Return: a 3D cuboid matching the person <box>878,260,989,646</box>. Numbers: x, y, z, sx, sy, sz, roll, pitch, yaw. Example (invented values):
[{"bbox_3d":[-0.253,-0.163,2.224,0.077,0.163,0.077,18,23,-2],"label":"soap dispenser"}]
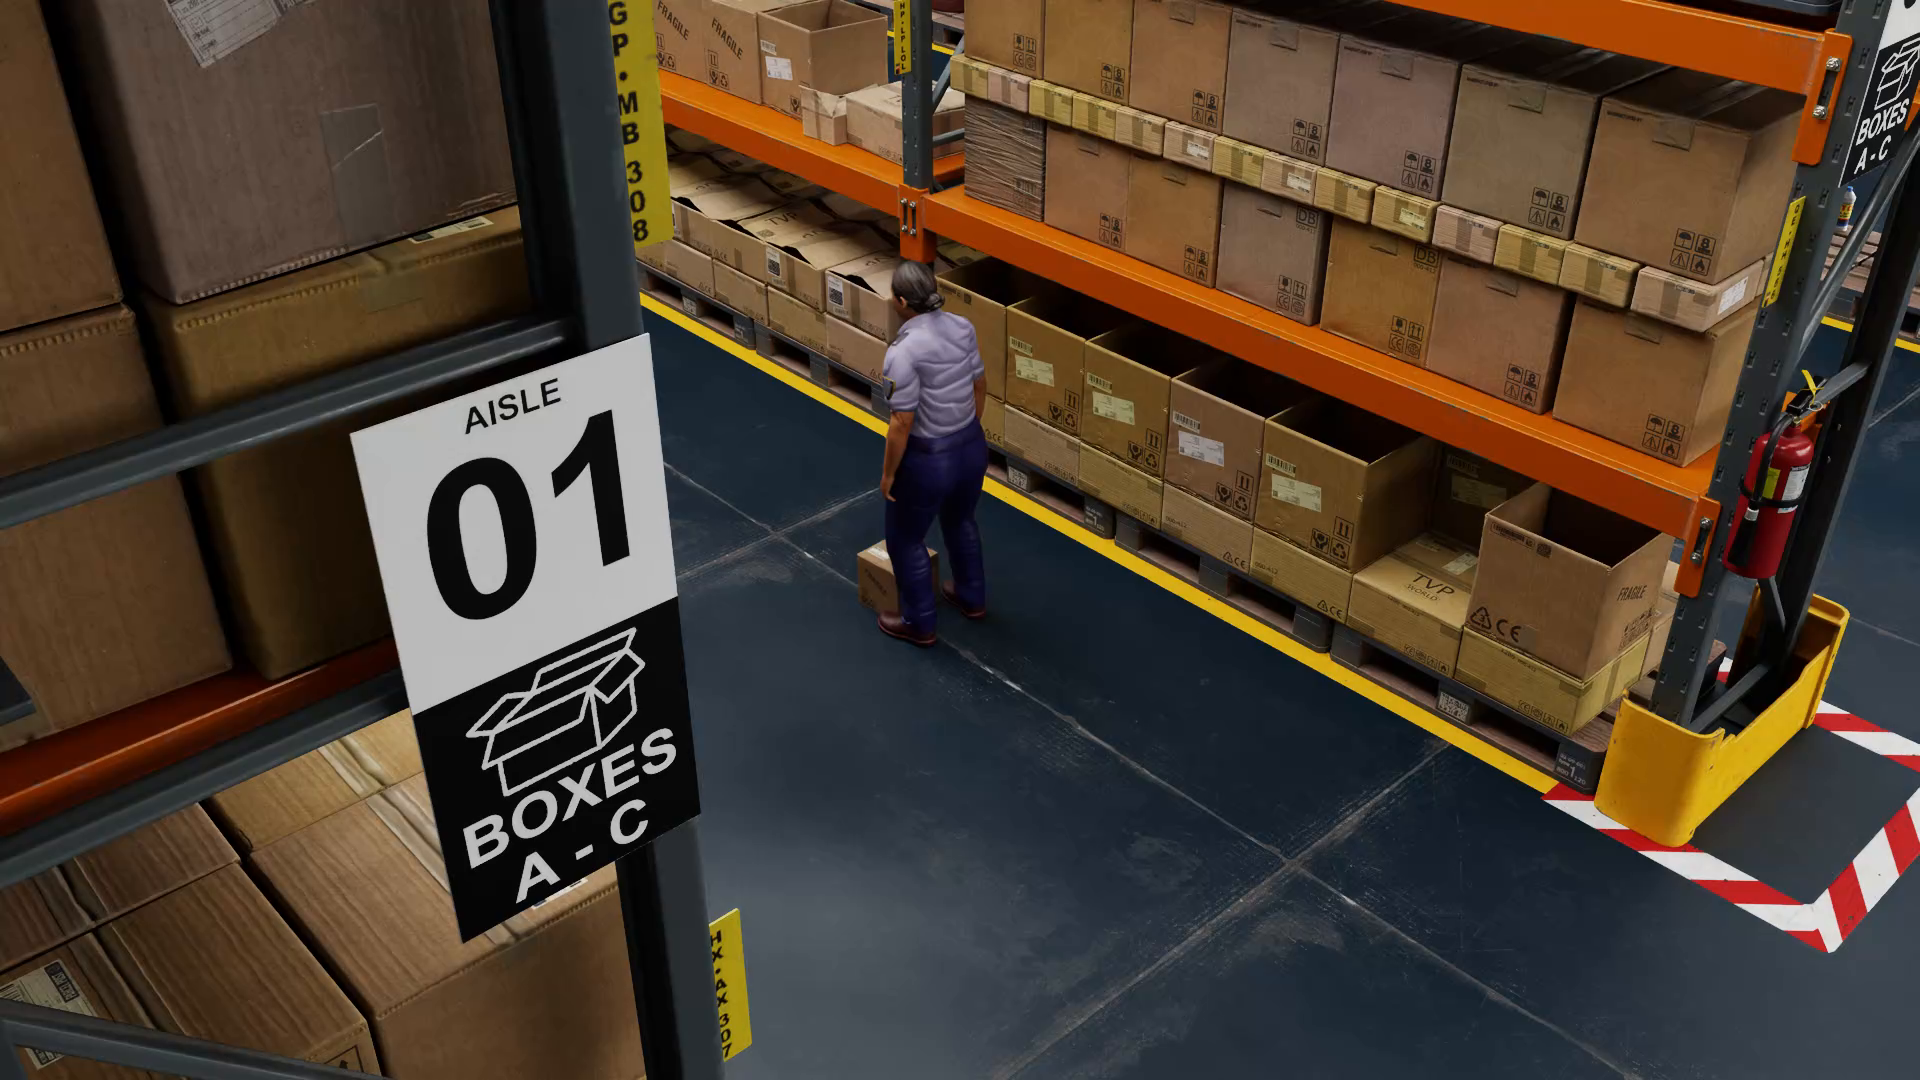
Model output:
[{"bbox_3d":[-0.104,-0.341,6.690,0.376,1.651,0.556,27,41,36],"label":"person"}]
